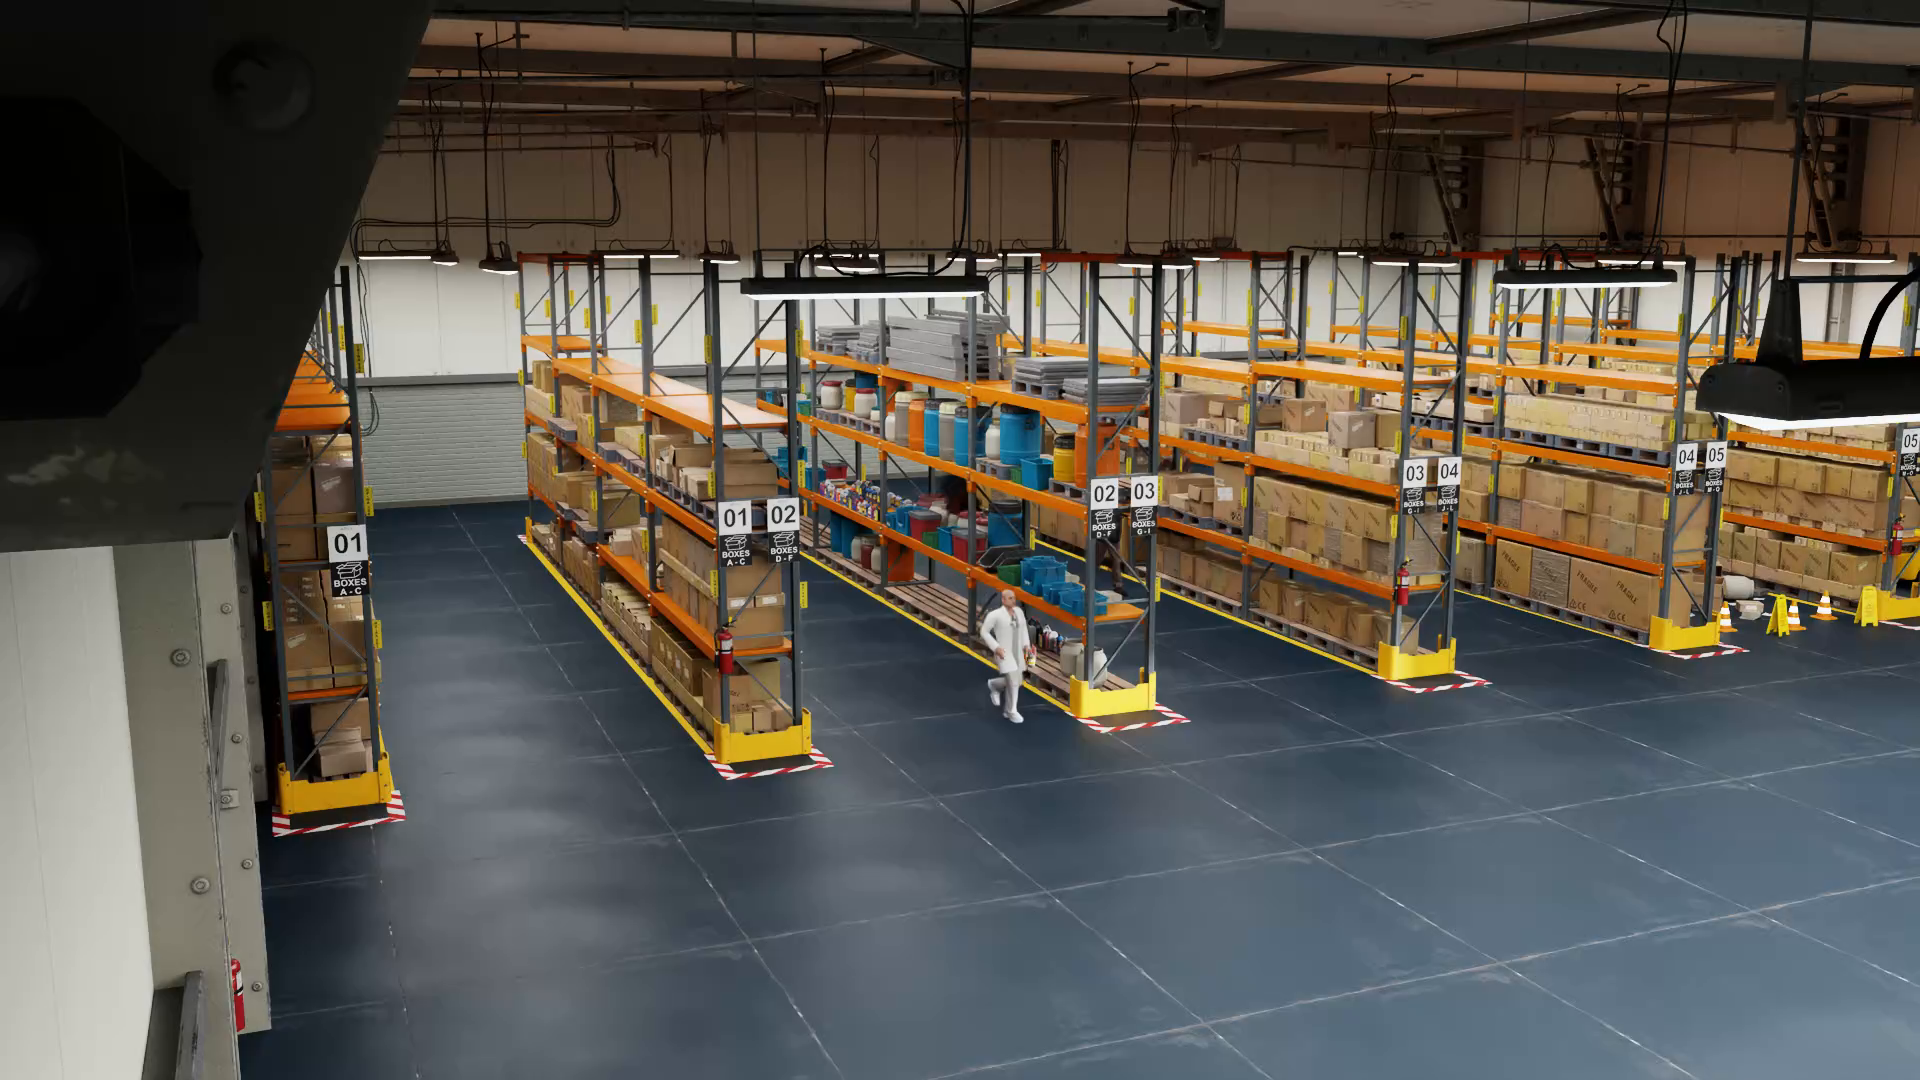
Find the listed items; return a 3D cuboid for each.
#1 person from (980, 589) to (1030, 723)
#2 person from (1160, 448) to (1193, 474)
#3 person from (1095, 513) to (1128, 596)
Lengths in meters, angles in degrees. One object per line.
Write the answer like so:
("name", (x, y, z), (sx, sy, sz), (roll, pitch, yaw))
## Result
("person", (0.582, 1.500, 22.040), (0.729, 1.747, 0.773), (-8, 13, -38))
("person", (4.808, -1.240, 36.874), (0.706, 1.811, 0.923), (-3, 11, -15))
("person", (2.507, 0.063, 28.279), (0.632, 1.759, 0.899), (-7, 12, -32))
